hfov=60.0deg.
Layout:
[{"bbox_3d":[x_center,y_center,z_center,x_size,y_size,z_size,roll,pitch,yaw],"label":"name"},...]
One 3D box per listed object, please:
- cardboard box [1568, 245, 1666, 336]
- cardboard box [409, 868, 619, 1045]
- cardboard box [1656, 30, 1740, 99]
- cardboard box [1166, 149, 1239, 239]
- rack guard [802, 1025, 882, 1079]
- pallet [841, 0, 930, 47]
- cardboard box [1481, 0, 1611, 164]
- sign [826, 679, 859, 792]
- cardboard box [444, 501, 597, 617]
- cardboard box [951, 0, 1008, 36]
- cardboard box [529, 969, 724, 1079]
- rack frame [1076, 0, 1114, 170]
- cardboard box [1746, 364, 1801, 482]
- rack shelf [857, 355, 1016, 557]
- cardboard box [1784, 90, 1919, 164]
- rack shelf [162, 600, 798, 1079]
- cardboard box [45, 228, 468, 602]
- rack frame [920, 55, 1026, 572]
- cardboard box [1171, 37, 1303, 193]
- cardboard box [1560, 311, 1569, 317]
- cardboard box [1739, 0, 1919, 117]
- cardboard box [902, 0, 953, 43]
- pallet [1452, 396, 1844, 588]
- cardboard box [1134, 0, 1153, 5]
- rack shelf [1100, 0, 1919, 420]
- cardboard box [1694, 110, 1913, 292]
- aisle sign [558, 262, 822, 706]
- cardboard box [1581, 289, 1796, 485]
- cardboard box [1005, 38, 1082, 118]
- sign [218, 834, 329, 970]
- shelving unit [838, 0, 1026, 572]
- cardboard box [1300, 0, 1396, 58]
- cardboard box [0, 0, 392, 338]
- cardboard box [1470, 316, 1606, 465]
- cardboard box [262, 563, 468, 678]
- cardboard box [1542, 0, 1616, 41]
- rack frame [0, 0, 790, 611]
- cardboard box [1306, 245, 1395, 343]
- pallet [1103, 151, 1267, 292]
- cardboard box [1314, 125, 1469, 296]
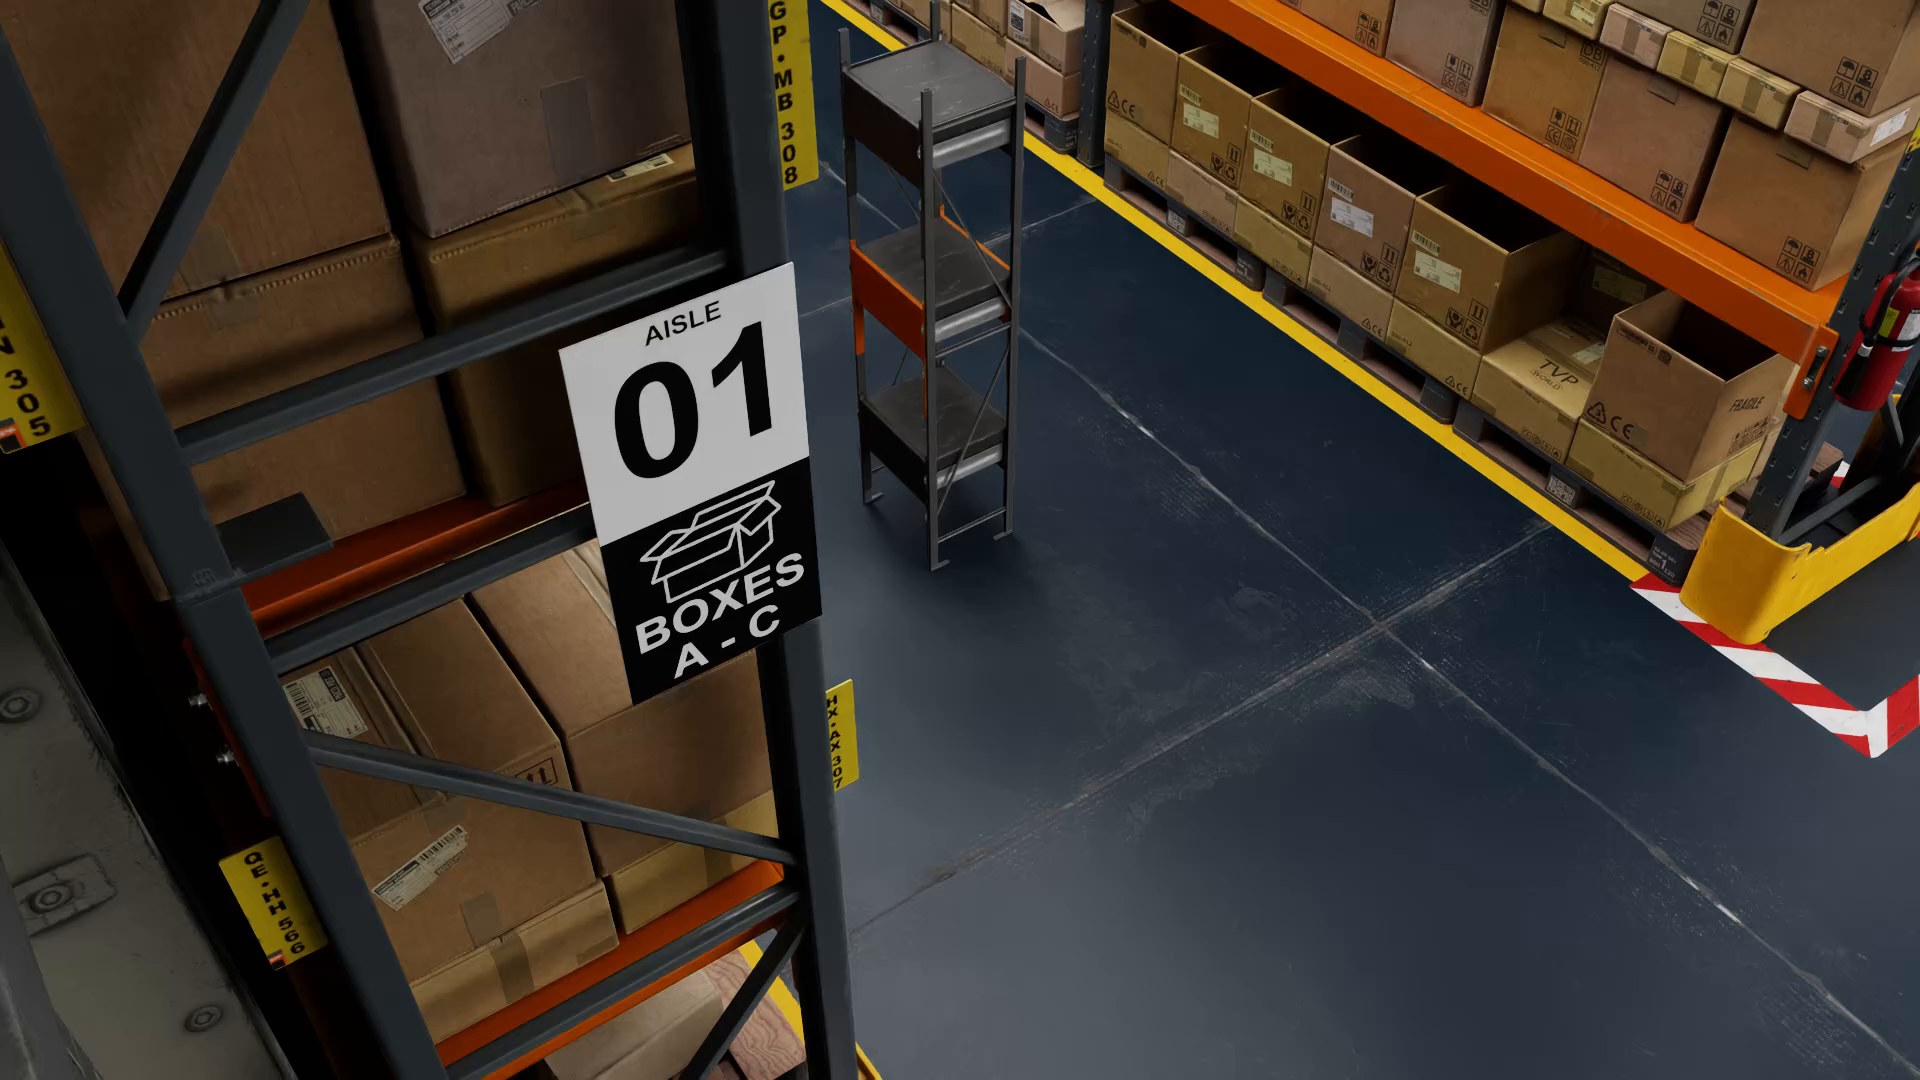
[{"bbox_3d":[2.941,-1.111,6.886,0.500,0.500,0.500,-26,49,-24],"label":"cardboard box"},{"bbox_3d":[-1.134,0.809,3.824,0.500,0.250,0.500,-25,49,-24],"label":"cardboard box"},{"bbox_3d":[2.681,-1.713,5.830,0.380,0.149,0.250,-26,50,-25],"label":"cardboard box"},{"bbox_3d":[1.363,-1.764,8.112,0.500,0.250,0.500,-26,49,-24],"label":"cardboard box"},{"bbox_3d":[-0.751,1.812,4.490,1.175,0.500,0.348,-26,49,-24],"label":"rack guard"},{"bbox_3d":[-0.091,-3.359,10.115,1.003,0.211,1.213,-26,49,-24],"label":"pallet"},{"bbox_3d":[2.513,-1.893,6.488,0.700,0.500,0.500,-25,49,-24],"label":"cardboard box"},{"bbox_3d":[-0.263,0.423,3.508,0.100,0.325,0.005,-26,49,-24],"label":"sign"},{"bbox_3d":[-1.009,0.053,4.073,0.500,0.500,0.500,-26,49,-24],"label":"cardboard box"},{"bbox_3d":[0.295,-3.042,9.046,0.500,0.311,0.500,-24,49,-23],"label":"cardboard box"},{"bbox_3d":[-1.030,1.337,4.806,0.500,0.311,0.500,-31,52,-29],"label":"cardboard box"},{"bbox_3d":[1.065,-3.274,8.007,1.000,3.000,0.127,-26,49,-24],"label":"rack frame"},{"bbox_3d":[3.229,-0.557,6.849,0.500,0.250,0.500,-26,49,-24],"label":"cardboard box"},{"bbox_3d":[-0.095,-0.337,6.616,0.431,0.518,0.480,-26,49,-24],"label":"rack shelf"},{"bbox_3d":[2.978,-1.420,5.523,0.380,0.149,0.250,-27,50,-25],"label":"cardboard box"},{"bbox_3d":[-1.852,0.078,5.017,1.077,0.370,4.000,-26,49,-24],"label":"rack shelf"},{"bbox_3d":[-1.154,-0.314,2.648,0.500,0.500,0.500,-22,48,-22],"label":"cardboard box"},{"bbox_3d":[0.045,-0.715,5.978,0.400,2.100,0.015,-26,49,-24],"label":"rack frame"},{"bbox_3d":[1.366,-2.036,7.855,0.500,0.500,0.500,-26,49,-24],"label":"cardboard box"},{"bbox_3d":[2.654,-1.122,7.441,0.500,0.250,0.500,-26,49,-24],"label":"cardboard box"},{"bbox_3d":[3.066,-1.813,5.465,0.700,0.500,0.500,-26,49,-24],"label":"cardboard box"},{"bbox_3d":[0.009,-3.128,9.542,0.500,0.250,0.500,-25,49,-24],"label":"cardboard box"},{"bbox_3d":[2.881,-0.416,7.033,1.003,0.211,1.213,-26,49,-24],"label":"pallet"},{"bbox_3d":[1.033,-2.967,8.966,0.500,0.311,0.500,-26,49,-24],"label":"cardboard box"},{"bbox_3d":[2.209,-1.881,7.069,1.077,0.370,4.000,-26,49,-24],"label":"rack shelf"},{"bbox_3d":[3.096,-1.314,5.882,0.700,0.500,0.500,-26,49,-24],"label":"cardboard box"},{"bbox_3d":[-0.421,-0.068,2.766,0.394,0.787,0.004,-26,49,-24],"label":"aisle sign"},{"bbox_3d":[2.802,-0.623,6.375,0.500,0.500,0.500,-26,49,-24],"label":"cardboard box"},{"bbox_3d":[0.590,-2.552,8.938,0.500,0.250,0.500,-26,50,-25],"label":"cardboard box"},{"bbox_3d":[-1.175,0.625,2.855,0.100,0.325,0.005,-26,49,-24],"label":"sign"},{"bbox_3d":[-0.095,-0.853,6.123,0.431,2.100,0.503,-26,49,-24],"label":"shelving unit"},{"bbox_3d":[1.915,-2.479,7.102,0.700,0.500,0.500,-25,49,-24],"label":"cardboard box"},{"bbox_3d":[-1.169,-0.680,2.307,0.500,0.500,0.500,-24,48,-23],"label":"cardboard box"},{"bbox_3d":[2.508,-0.631,6.926,0.500,0.250,0.500,-26,49,-24],"label":"cardboard box"},{"bbox_3d":[-1.432,0.254,3.862,0.500,0.500,0.500,-25,49,-24],"label":"cardboard box"},{"bbox_3d":[2.388,-2.005,6.136,0.380,0.149,0.250,-24,49,-23],"label":"cardboard box"},{"bbox_3d":[-0.708,-1.219,1.511,1.000,3.000,0.127,-26,49,-24],"label":"rack frame"},{"bbox_3d":[1.936,-1.198,7.519,0.500,0.250,0.500,-26,49,-24],"label":"cardboard box"},{"bbox_3d":[1.485,-1.798,8.481,1.003,0.211,1.213,-26,49,-24],"label":"pallet"},{"bbox_3d":[1.933,-1.467,7.259,0.500,0.500,0.500,-26,49,-24],"label":"cardboard box"}]
